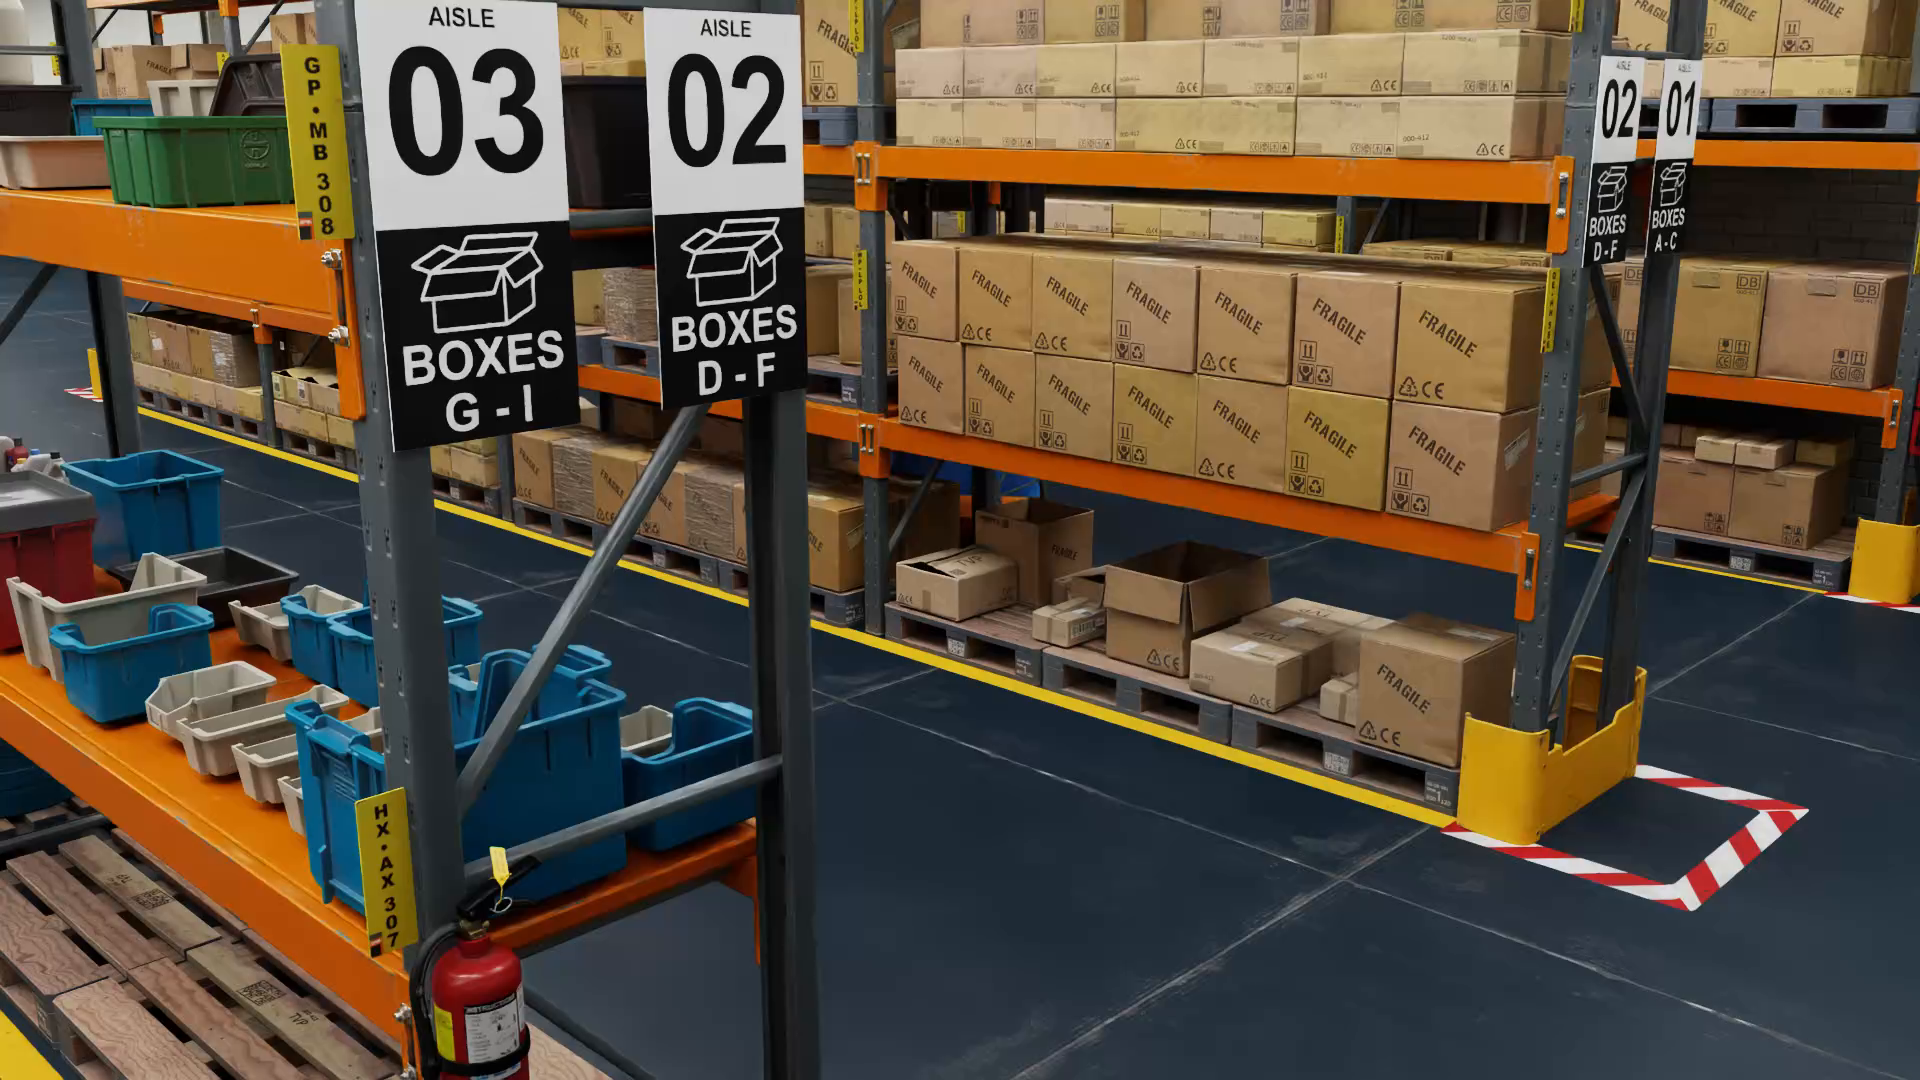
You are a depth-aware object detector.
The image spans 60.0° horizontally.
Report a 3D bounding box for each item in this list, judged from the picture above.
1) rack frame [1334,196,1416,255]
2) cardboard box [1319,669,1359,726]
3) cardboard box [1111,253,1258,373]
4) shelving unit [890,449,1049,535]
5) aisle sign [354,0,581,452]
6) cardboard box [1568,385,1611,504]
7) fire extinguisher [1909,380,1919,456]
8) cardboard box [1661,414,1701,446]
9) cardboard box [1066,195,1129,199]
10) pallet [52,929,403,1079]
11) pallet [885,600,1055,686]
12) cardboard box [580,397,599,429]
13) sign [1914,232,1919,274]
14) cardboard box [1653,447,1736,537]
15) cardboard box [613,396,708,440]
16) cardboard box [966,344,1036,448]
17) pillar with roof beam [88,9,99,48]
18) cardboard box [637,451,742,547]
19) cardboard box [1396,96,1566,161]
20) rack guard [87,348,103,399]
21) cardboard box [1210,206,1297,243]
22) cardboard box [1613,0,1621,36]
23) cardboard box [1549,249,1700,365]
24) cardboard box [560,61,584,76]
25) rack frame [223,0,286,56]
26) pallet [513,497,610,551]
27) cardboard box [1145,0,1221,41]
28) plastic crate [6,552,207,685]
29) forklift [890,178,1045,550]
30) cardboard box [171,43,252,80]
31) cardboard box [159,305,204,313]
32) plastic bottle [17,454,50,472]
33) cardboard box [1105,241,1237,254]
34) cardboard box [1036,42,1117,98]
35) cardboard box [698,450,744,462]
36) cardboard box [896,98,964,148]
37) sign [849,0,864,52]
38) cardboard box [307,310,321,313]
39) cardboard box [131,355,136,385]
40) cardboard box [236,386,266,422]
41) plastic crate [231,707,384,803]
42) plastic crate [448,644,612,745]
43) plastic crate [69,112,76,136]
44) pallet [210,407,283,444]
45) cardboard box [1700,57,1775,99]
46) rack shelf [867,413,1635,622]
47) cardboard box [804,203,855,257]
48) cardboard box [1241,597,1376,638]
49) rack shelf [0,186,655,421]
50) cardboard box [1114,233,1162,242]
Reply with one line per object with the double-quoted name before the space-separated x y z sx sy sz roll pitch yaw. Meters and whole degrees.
"rack frame" 3.266 -1.881 13.202 0.127 3.000 1.000 14 20 42
"cardboard box" 1.918 0.739 7.892 0.250 0.166 0.380 14 20 42
"cardboard box" 1.088 -1.109 8.060 0.500 0.500 0.500 -14 20 -42
"shelving unit" 0.002 -0.345 10.842 1.048 1.125 0.538 3 18 42
"aisle sign" -0.883 -0.575 3.034 0.004 0.787 0.394 14 20 42
"cardboard box" 2.573 -0.455 7.531 0.500 0.500 0.500 -14 20 -43
"fire extinguisher" 5.933 -0.853 10.150 0.183 0.674 0.296 14 20 42
"cardboard box" 5.072 -0.784 11.830 0.250 0.149 0.380 14 20 43
"cardboard box" 1.263 -3.022 15.268 0.500 0.250 0.500 13 19 40
"pallet" -2.172 1.602 5.366 1.213 0.211 1.003 14 20 42
"pallet" 0.324 0.489 9.639 1.213 0.211 1.003 14 20 42
"cardboard box" -3.223 -0.970 13.215 0.500 0.311 0.500 -14 20 -42
"sign" 5.758 -1.760 9.971 0.005 0.325 0.100 14 20 42
"cardboard box" 5.211 -0.367 11.514 0.500 0.500 0.700 14 20 42
"cardboard box" -2.170 -0.917 12.101 0.500 0.250 0.500 -14 20 -42
"cardboard box" 0.378 -0.802 8.863 0.500 0.500 0.500 14 20 43
"pillar with roof beam" -20.215 -9.288 29.730 0.400 9.000 9.100 14 20 42
"cardboard box" -1.803 -0.283 11.156 0.500 0.500 0.500 13 19 40
"cardboard box" 2.157 -1.702 6.864 0.500 0.250 0.500 14 20 42
"rack guard" -8.826 -1.876 18.140 0.348 0.500 1.175 14 20 42
"cardboard box" 2.390 -2.572 13.541 0.500 0.250 0.500 -14 20 -43
"cardboard box" 4.318 -3.525 11.340 0.500 0.500 0.500 14 20 43
"cardboard box" 4.697 -1.674 11.813 0.700 0.700 0.980 12 19 40
"cardboard box" -2.345 -3.022 11.433 0.500 0.500 0.910 14 20 42
"rack frame" -5.929 -5.284 14.366 0.127 3.000 1.000 14 20 42
"pallet" -2.538 -0.194 12.259 1.213 0.211 1.003 14 20 42
"cardboard box" 1.298 -2.627 7.936 0.500 0.500 0.700 14 20 42
"plastic crate" -2.640 0.246 5.154 0.530 0.282 0.437 14 20 42
"forklift" 0.078 -1.659 12.488 1.130 2.935 3.031 0 15 2
"cardboard box" -7.027 -4.465 15.855 0.797 0.503 0.637 -12 19 -38
"cardboard box" -8.216 -2.277 17.855 0.500 0.500 0.500 14 20 42
"plastic bottle" -3.943 -0.237 7.139 0.135 0.276 0.152 14 20 42
"cardboard box" 1.107 -1.295 8.770 0.500 0.500 0.500 14 20 43
"cardboard box" 0.720 -2.295 8.148 0.500 0.250 0.500 14 20 42
"cardboard box" -1.459 -0.382 11.535 0.500 0.500 0.500 13 19 40
"cardboard box" 0.008 -2.230 8.891 0.500 0.250 0.500 14 20 42
"sign" -0.553 -2.772 8.867 0.005 0.325 0.100 14 20 42
"cardboard box" -5.433 -2.068 14.417 0.250 0.149 0.380 14 20 42
"cardboard box" -8.577 -1.820 17.588 0.500 0.250 0.500 14 20 42
"cardboard box" -6.415 -1.295 15.575 0.500 0.250 0.500 14 20 42
"plastic crate" -1.643 0.553 4.266 0.243 0.136 0.396 14 20 42
"plastic crate" -1.155 0.451 4.465 0.300 0.233 0.416 14 20 42
"plastic crate" -3.096 -1.413 5.875 0.662 0.188 0.450 14 20 42
"pallet" -6.473 -1.179 16.037 1.213 0.211 1.003 14 20 42
"cardboard box" 5.058 -2.982 10.747 0.500 0.250 0.500 13 19 40
"rack shelf" 1.270 -0.283 8.496 4.000 0.370 1.077 14 20 42
"cardboard box" -1.258 -3.239 17.341 0.700 0.500 0.500 -11 18 -37
"cardboard box" 1.795 0.515 8.588 0.500 0.250 0.500 14 20 42
"rack shelf" -2.171 -0.836 4.670 4.000 0.370 1.077 14 20 42
"cardboard box" 1.665 -2.382 14.295 0.500 0.500 0.500 -14 20 -43
